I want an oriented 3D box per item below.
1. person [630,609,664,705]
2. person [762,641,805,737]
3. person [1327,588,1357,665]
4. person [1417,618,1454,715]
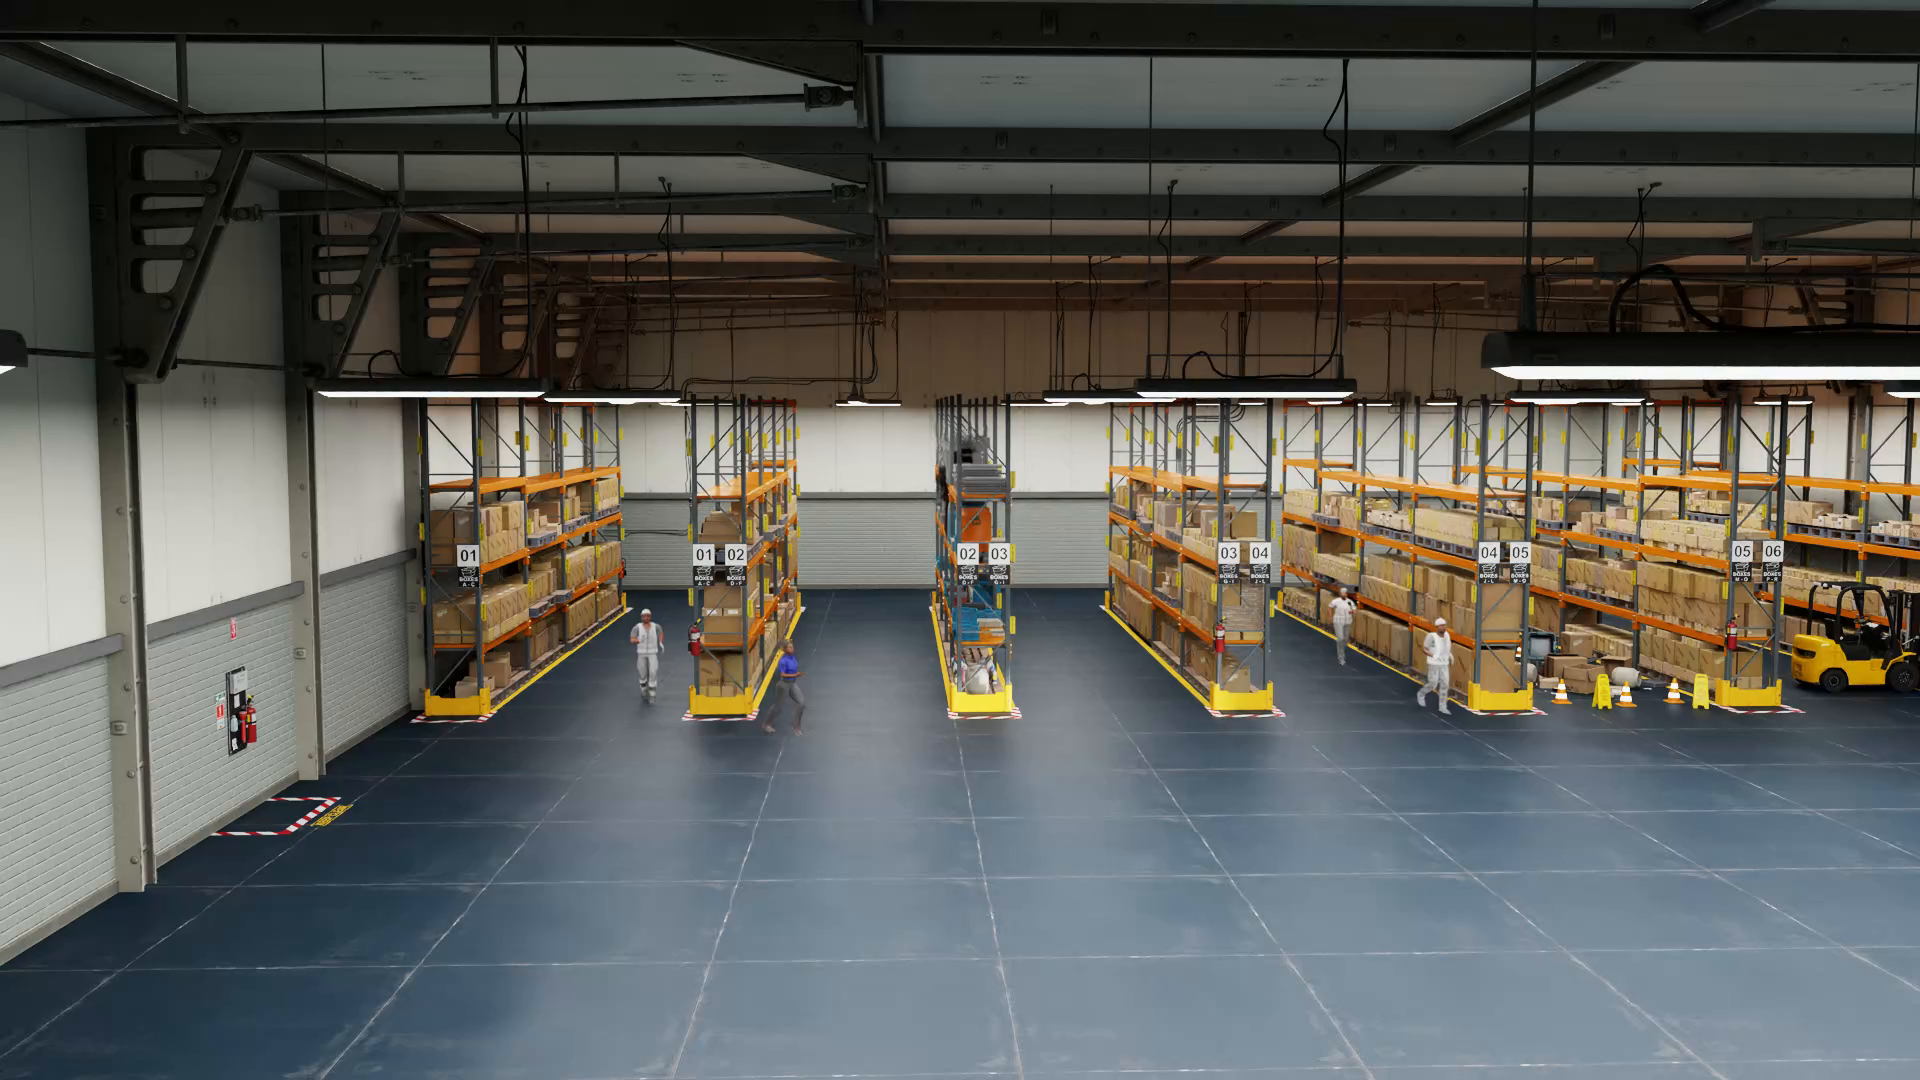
[{"bbox_3d":[-6.106,2.255,32.491,0.653,1.827,0.871,-1,5,-11],"label":"person"},{"bbox_3d":[-3.044,2.616,29.173,0.881,1.684,0.583,3,5,32],"label":"person"},{"bbox_3d":[8.658,1.926,37.618,0.587,1.711,0.836,-1,5,-8],"label":"person"},{"bbox_3d":[9.037,2.364,31.499,0.709,1.790,0.835,-2,5,-24],"label":"person"}]
